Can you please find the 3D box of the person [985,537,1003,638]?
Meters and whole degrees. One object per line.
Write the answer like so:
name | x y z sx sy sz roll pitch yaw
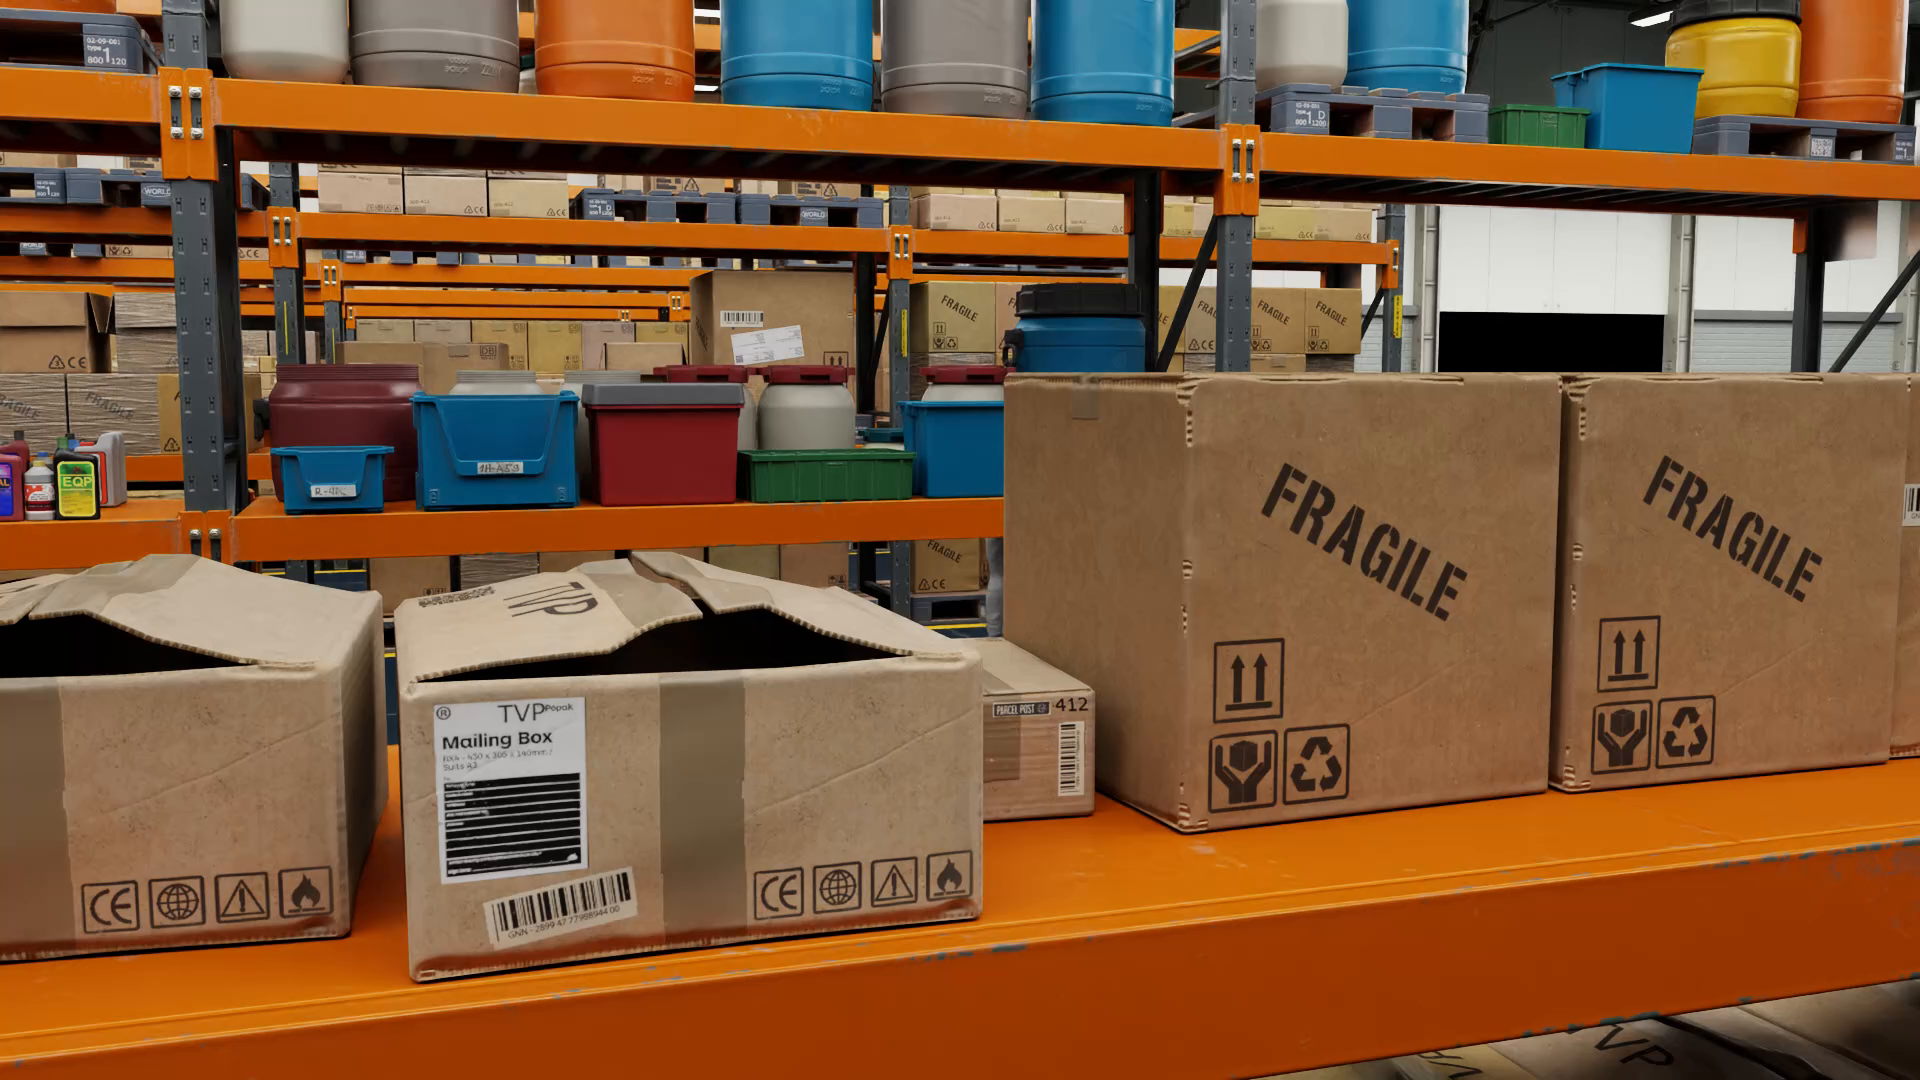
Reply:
person | 0.328 -0.113 10.518 0.417 1.787 0.635 -4 7 -32
